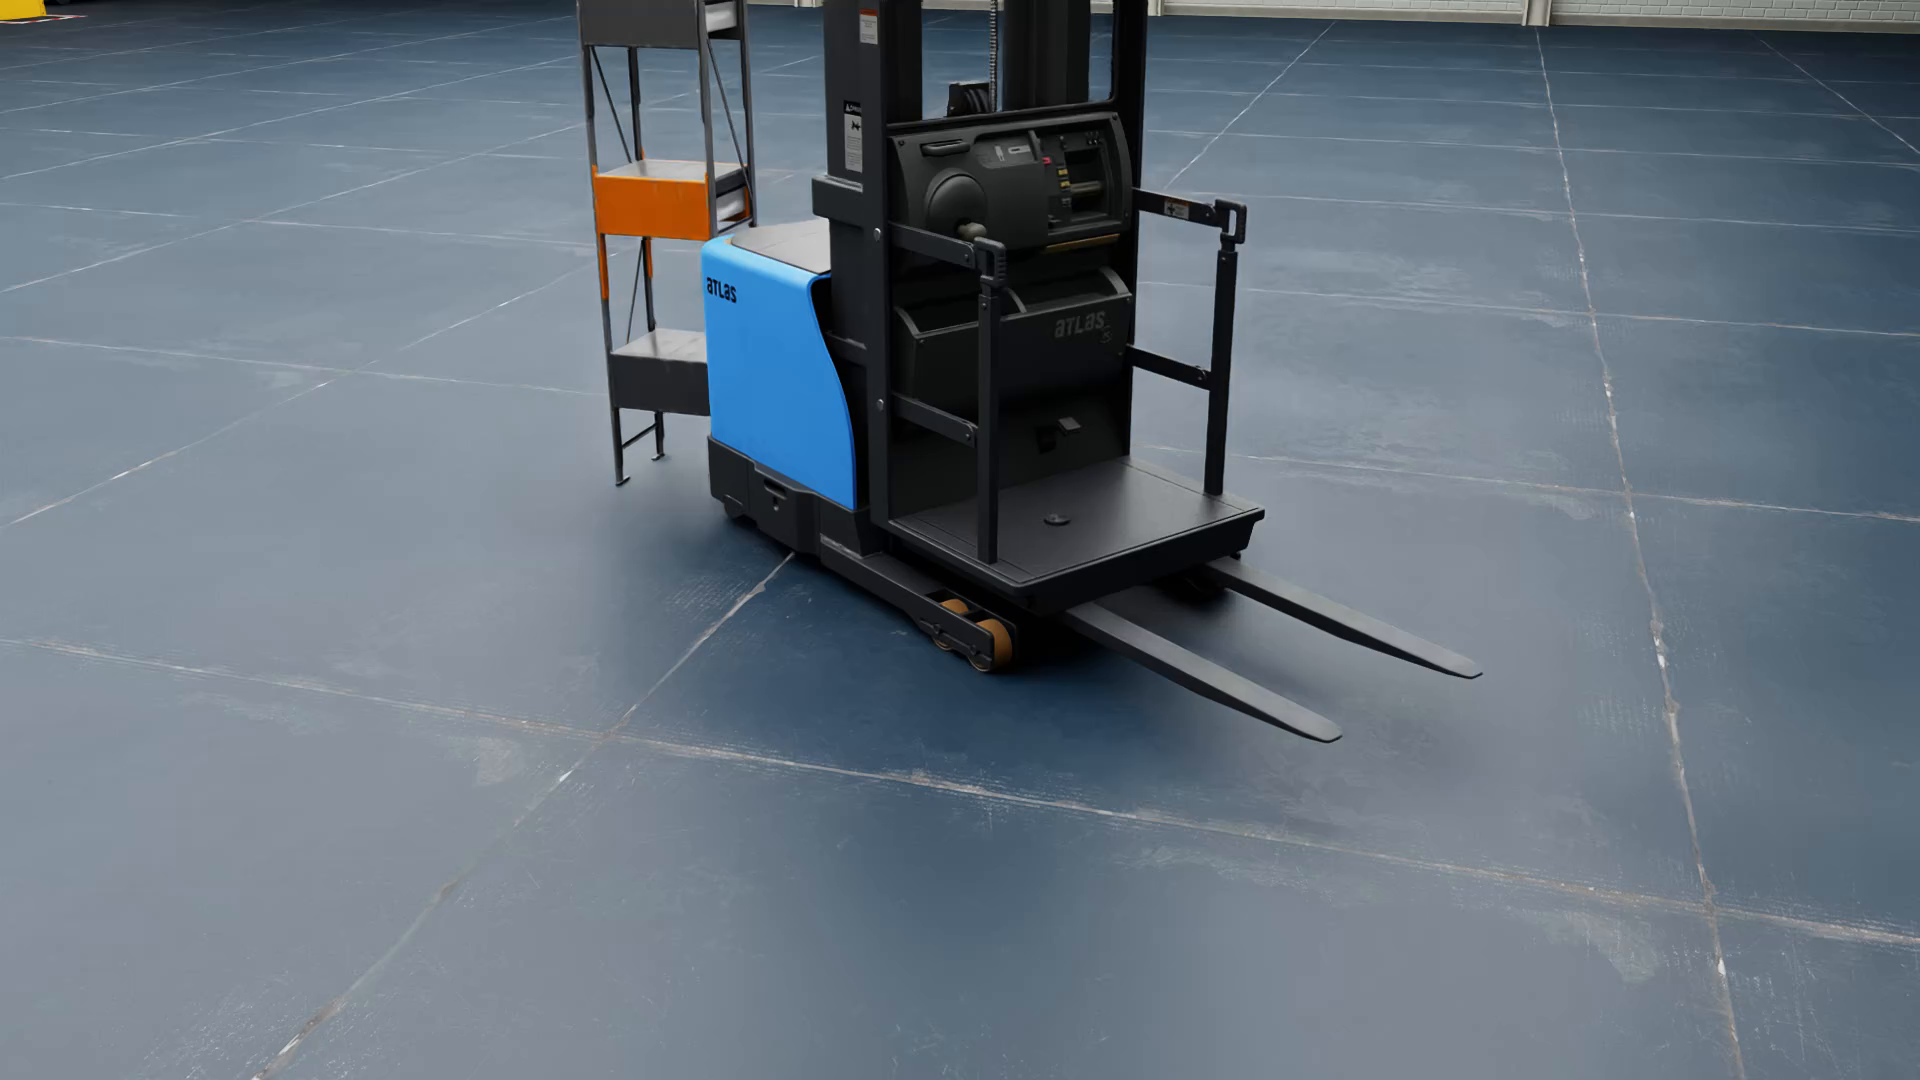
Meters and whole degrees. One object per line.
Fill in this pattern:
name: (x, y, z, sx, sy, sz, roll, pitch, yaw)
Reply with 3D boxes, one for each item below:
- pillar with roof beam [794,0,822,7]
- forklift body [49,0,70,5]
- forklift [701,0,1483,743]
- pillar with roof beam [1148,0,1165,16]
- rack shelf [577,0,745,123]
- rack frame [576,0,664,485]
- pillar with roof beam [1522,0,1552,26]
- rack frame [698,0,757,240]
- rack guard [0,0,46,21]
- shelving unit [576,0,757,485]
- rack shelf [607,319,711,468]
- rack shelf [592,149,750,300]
pillar with roof beam: (-3.871, -11.849, 23.300, 0.400, 9.000, 9.100, 7, 23, 16)
forklift body: (-16.052, -10.702, 29.526, 1.214, 2.155, 2.313, 7, 23, 16)
forklift: (0.316, -1.150, 5.212, 1.130, 2.935, 3.031, -16, 27, -34)
pillar with roof beam: (1.873, -11.192, 21.696, 0.400, 9.000, 9.100, 7, 23, 16)
rack shelf: (-1.110, -1.876, 6.268, 0.480, 0.518, 0.431, 7, 23, 16)
rack frame: (-1.343, -1.268, 6.596, 0.015, 2.100, 0.400, 7, 23, 16)
pillar with roof beam: (7.617, -10.534, 20.093, 0.400, 9.000, 9.100, 7, 23, 16)
rack frame: (-0.877, -1.213, 6.461, 0.015, 2.100, 0.400, 7, 23, 16)
rack guard: (-15.213, -8.598, 26.571, 0.348, 0.500, 1.175, 7, 23, 16)
shelving unit: (-1.110, -1.241, 6.529, 0.503, 2.100, 0.431, 7, 23, 16)
rack shelf: (-1.110, -0.581, 6.799, 0.480, 0.518, 0.431, 7, 23, 16)
rack shelf: (-1.110, -1.228, 6.534, 0.480, 0.518, 0.431, 7, 23, 16)
